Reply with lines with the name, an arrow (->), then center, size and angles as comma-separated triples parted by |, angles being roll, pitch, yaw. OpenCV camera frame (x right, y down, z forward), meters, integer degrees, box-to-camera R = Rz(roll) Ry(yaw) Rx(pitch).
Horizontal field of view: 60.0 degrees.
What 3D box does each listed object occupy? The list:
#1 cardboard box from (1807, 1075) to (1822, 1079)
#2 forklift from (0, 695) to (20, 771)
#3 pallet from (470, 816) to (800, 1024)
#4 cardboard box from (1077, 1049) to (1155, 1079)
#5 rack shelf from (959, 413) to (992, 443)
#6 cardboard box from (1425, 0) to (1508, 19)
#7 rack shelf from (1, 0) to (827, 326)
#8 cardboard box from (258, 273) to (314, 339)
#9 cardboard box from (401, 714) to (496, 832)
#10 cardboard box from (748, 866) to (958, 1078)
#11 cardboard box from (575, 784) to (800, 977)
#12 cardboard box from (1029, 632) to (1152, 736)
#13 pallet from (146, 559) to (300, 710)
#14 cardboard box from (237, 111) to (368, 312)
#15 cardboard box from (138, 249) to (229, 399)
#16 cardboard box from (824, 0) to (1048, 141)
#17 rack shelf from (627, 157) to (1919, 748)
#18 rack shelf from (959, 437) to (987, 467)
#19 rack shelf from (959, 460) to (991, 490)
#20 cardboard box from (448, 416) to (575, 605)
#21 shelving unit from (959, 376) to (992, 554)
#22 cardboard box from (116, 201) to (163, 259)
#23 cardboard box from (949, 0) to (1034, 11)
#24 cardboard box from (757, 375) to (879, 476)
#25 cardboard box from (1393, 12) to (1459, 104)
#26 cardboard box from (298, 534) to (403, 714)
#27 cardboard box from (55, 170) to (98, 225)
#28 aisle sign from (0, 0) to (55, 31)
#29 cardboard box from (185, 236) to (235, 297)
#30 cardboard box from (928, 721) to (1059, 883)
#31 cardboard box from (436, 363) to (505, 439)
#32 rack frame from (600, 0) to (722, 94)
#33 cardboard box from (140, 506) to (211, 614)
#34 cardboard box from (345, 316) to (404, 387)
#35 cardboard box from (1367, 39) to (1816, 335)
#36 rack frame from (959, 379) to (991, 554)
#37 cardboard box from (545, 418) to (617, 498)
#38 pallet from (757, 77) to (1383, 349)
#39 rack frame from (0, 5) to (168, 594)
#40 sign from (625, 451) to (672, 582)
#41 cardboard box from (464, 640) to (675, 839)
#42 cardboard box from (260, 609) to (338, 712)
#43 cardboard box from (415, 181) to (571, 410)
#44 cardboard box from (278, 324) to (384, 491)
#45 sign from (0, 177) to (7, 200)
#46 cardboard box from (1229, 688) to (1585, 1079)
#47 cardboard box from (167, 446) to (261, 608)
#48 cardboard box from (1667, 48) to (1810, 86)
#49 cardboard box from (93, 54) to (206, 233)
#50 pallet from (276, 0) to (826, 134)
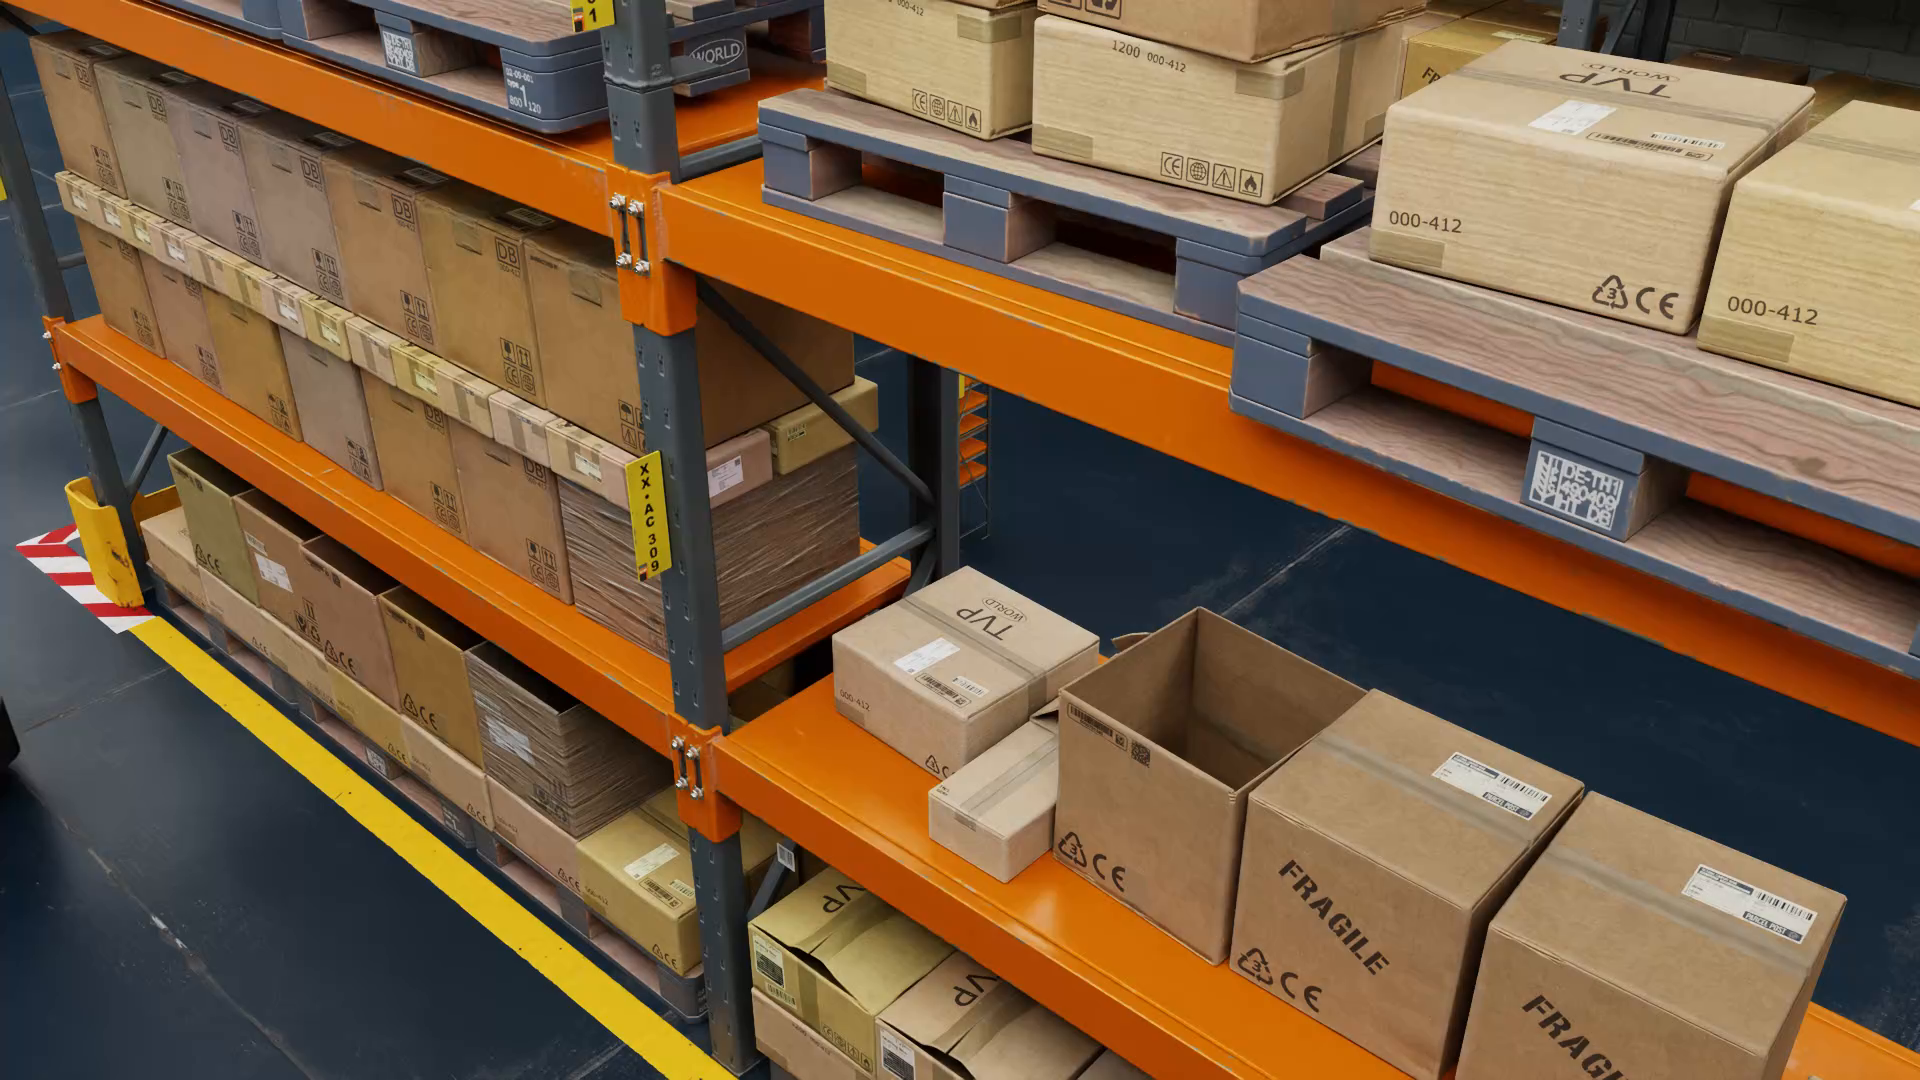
cardboard box -> 1.603, 1.209, 3.076 | 0.380, 0.149, 0.250 | -26, 40, -36
forklift -> -4.466, 0.253, 4.489 | 1.130, 2.935, 3.031 | 9, 32, 15
pallet -> -0.941, 1.041, 5.817 | 1.213, 0.211, 1.003 | 25, 39, 35
cardboard box -> 0.512, 1.487, 4.086 | 0.500, 0.311, 0.500 | 24, 38, 34
rack shelf -> -0.011, -0.481, 7.472 | 0.180, 0.103, 0.258 | 25, 39, 35
cardboard box -> 2.352, -2.447, 8.305 | 0.500, 0.500, 0.500 | 25, 39, 35
rack shelf -> -1.863, -1.532, 5.175 | 4.000, 0.370, 1.077 | 25, 39, 35
cardboard box -> -2.060, -0.817, 5.474 | 0.250, 0.149, 0.380 | 25, 39, 36
cardboard box -> -1.615, 0.714, 5.914 | 0.500, 0.250, 0.500 | 25, 39, 35
cardboard box -> -0.240, 1.133, 4.674 | 0.500, 0.311, 0.500 | 25, 39, 35
cardboard box -> -0.870, 1.058, 5.342 | 0.500, 0.250, 0.500 | 25, 39, 35
cardboard box -> 0.395, 0.429, 4.260 | 0.258, 0.266, 0.396 | 24, 38, 34
pallet -> -2.750, 0.196, 7.219 | 1.213, 0.211, 1.003 | 25, 39, 35
cardboard box -> -1.829, -1.134, 5.370 | 0.500, 0.500, 0.700 | 25, 39, 35
cardboard box -> -2.615, -0.944, 6.312 | 0.500, 0.500, 0.700 | 26, 40, 36
cardboard box -> 0.071, -1.047, 3.410 | 0.500, 0.250, 0.500 | -25, 39, -35
rack shelf -> 1.103, -0.148, 2.876 | 4.000, 0.370, 1.077 | 25, 39, 35
rack shelf -> -0.011, -0.378, 7.534 | 0.180, 0.103, 0.258 | 25, 39, 35
rack shelf -> -0.011, -0.275, 7.596 | 0.180, 0.103, 0.258 | 25, 39, 35
cardboard box -> -1.108, -0.237, 5.138 | 0.500, 0.500, 0.700 | 25, 39, 35
shelving unit -> -0.011, -0.519, 7.449 | 0.189, 1.200, 0.258 | 25, 39, 35
cardboard box -> -2.817, -1.173, 6.064 | 0.250, 0.149, 0.380 | 25, 39, 35
cardboard box -> 0.051, -1.356, 3.197 | 0.500, 0.500, 0.500 | 26, 39, 36
cardboard box -> -0.449, -0.351, 4.698 | 0.250, 0.149, 0.380 | 25, 39, 35
cardboard box -> 2.010, -2.240, 7.961 | 0.500, 0.500, 0.500 | 25, 39, 35
cardboard box -> -1.987, 0.220, 6.007 | 0.500, 0.500, 0.500 | 25, 39, 35
cardboard box -> -3.199, -1.350, 6.358 | 0.250, 0.149, 0.380 | 25, 39, 35
aisle sign -> -3.600, -2.267, 6.086 | 0.004, 0.787, 0.394 | 25, 39, 35
cardboard box -> -2.432, -0.993, 5.765 | 0.250, 0.149, 0.380 | 24, 38, 34
cardboard box -> 0.140, 0.630, 4.039 | 0.250, 0.149, 0.380 | 25, 39, 35
cardboard box -> -1.298, -0.462, 4.884 | 0.250, 0.149, 0.380 | 25, 39, 35
rack frame -> -0.380, -2.433, 3.067 | 0.127, 3.000, 1.000 | 25, 39, 35
cardboard box -> -3.097, 0.022, 7.065 | 0.500, 0.250, 0.500 | 25, 39, 35
cardboard box -> -1.665, -0.636, 5.172 | 0.250, 0.149, 0.380 | 26, 40, 36
cardboard box -> 0.997, -0.578, 2.632 | 0.500, 0.250, 0.500 | 21, 37, 31
rack frame -> 0.057, -0.487, 7.396 | 0.006, 1.200, 0.240 | 25, 39, 35
cardboard box -> -0.907, -0.282, 4.584 | 0.250, 0.149, 0.380 | 24, 39, 34
pallet -> 0.283, -0.766, 3.391 | 1.217, 0.209, 0.805 | 23, 38, 33
rack frame -> -3.345, -1.247, 6.913 | 0.127, 3.000, 1.000 | 25, 39, 35
sign -> -0.751, -0.055, 4.017 | 0.005, 0.325, 0.100 | 25, 39, 35
cardboard box -> -1.233, 0.560, 5.444 | 0.500, 0.500, 0.500 | 25, 39, 35
cardboard box -> -2.353, 0.366, 6.492 | 0.500, 0.250, 0.500 | 25, 39, 35
cardboard box -> -1.088, -0.787, 4.794 | 0.500, 0.500, 0.700 | 25, 39, 35
cardboard box -> -1.858, -0.589, 5.723 | 0.500, 0.500, 0.700 | 26, 40, 36
sign -> -3.722, -1.442, 6.321 | 0.005, 0.325, 0.100 | 25, 39, 35
cardboard box -> 0.941, 0.722, 3.545 | 0.500, 0.500, 0.500 | 25, 39, 35
cardboard box -> -2.725, -0.127, 6.585 | 0.500, 0.500, 0.500 | 25, 39, 35
cardboard box -> 3.296, -1.801, 7.309 | 0.500, 0.500, 0.700 | 25, 39, 35
cardboard box -> -2.575, -1.481, 5.947 | 0.500, 0.500, 0.700 | 24, 38, 34
pallet -> -1.029, -1.395, 4.337 | 1.213, 0.211, 1.003 | 25, 39, 35
